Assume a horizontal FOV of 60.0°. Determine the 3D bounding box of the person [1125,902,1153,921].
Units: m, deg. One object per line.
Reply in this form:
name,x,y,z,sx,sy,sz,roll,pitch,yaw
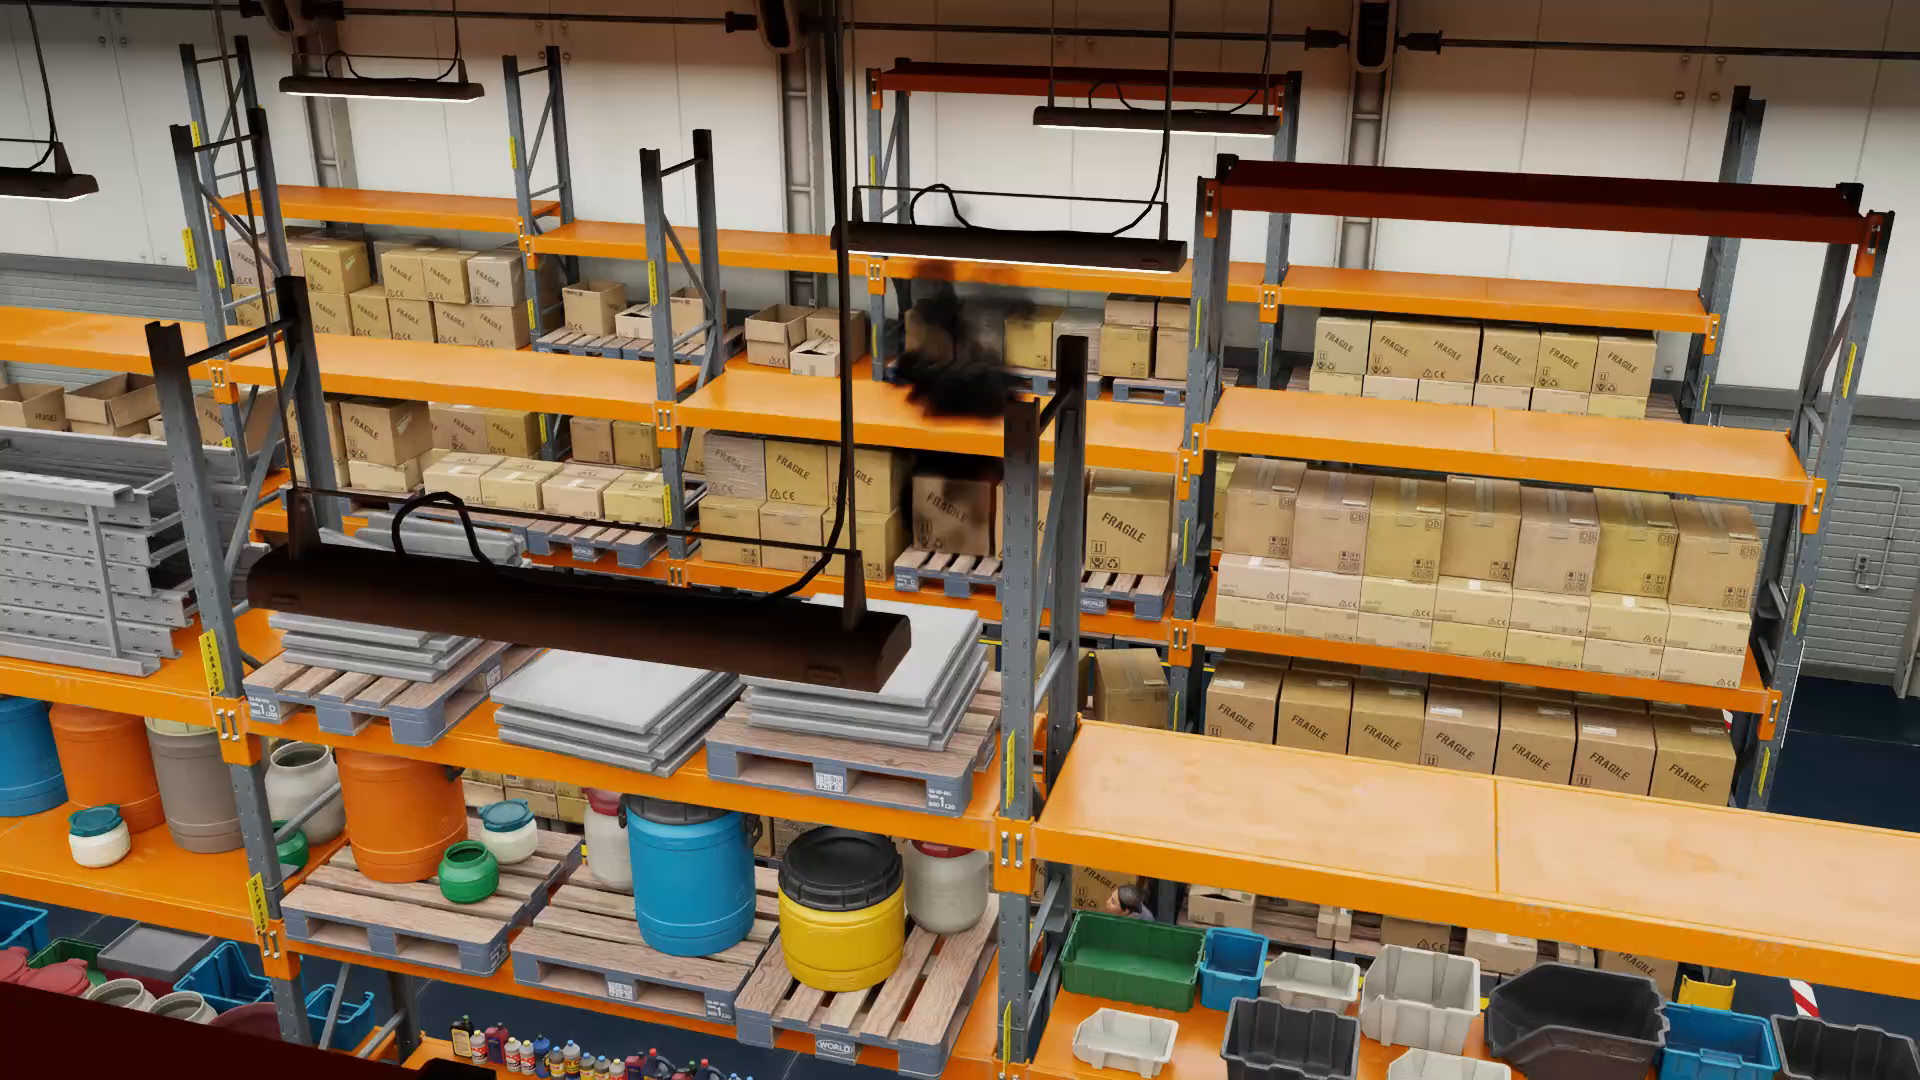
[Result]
person,1.072,3.124,11.398,0.592,1.426,0.584,2,23,4
